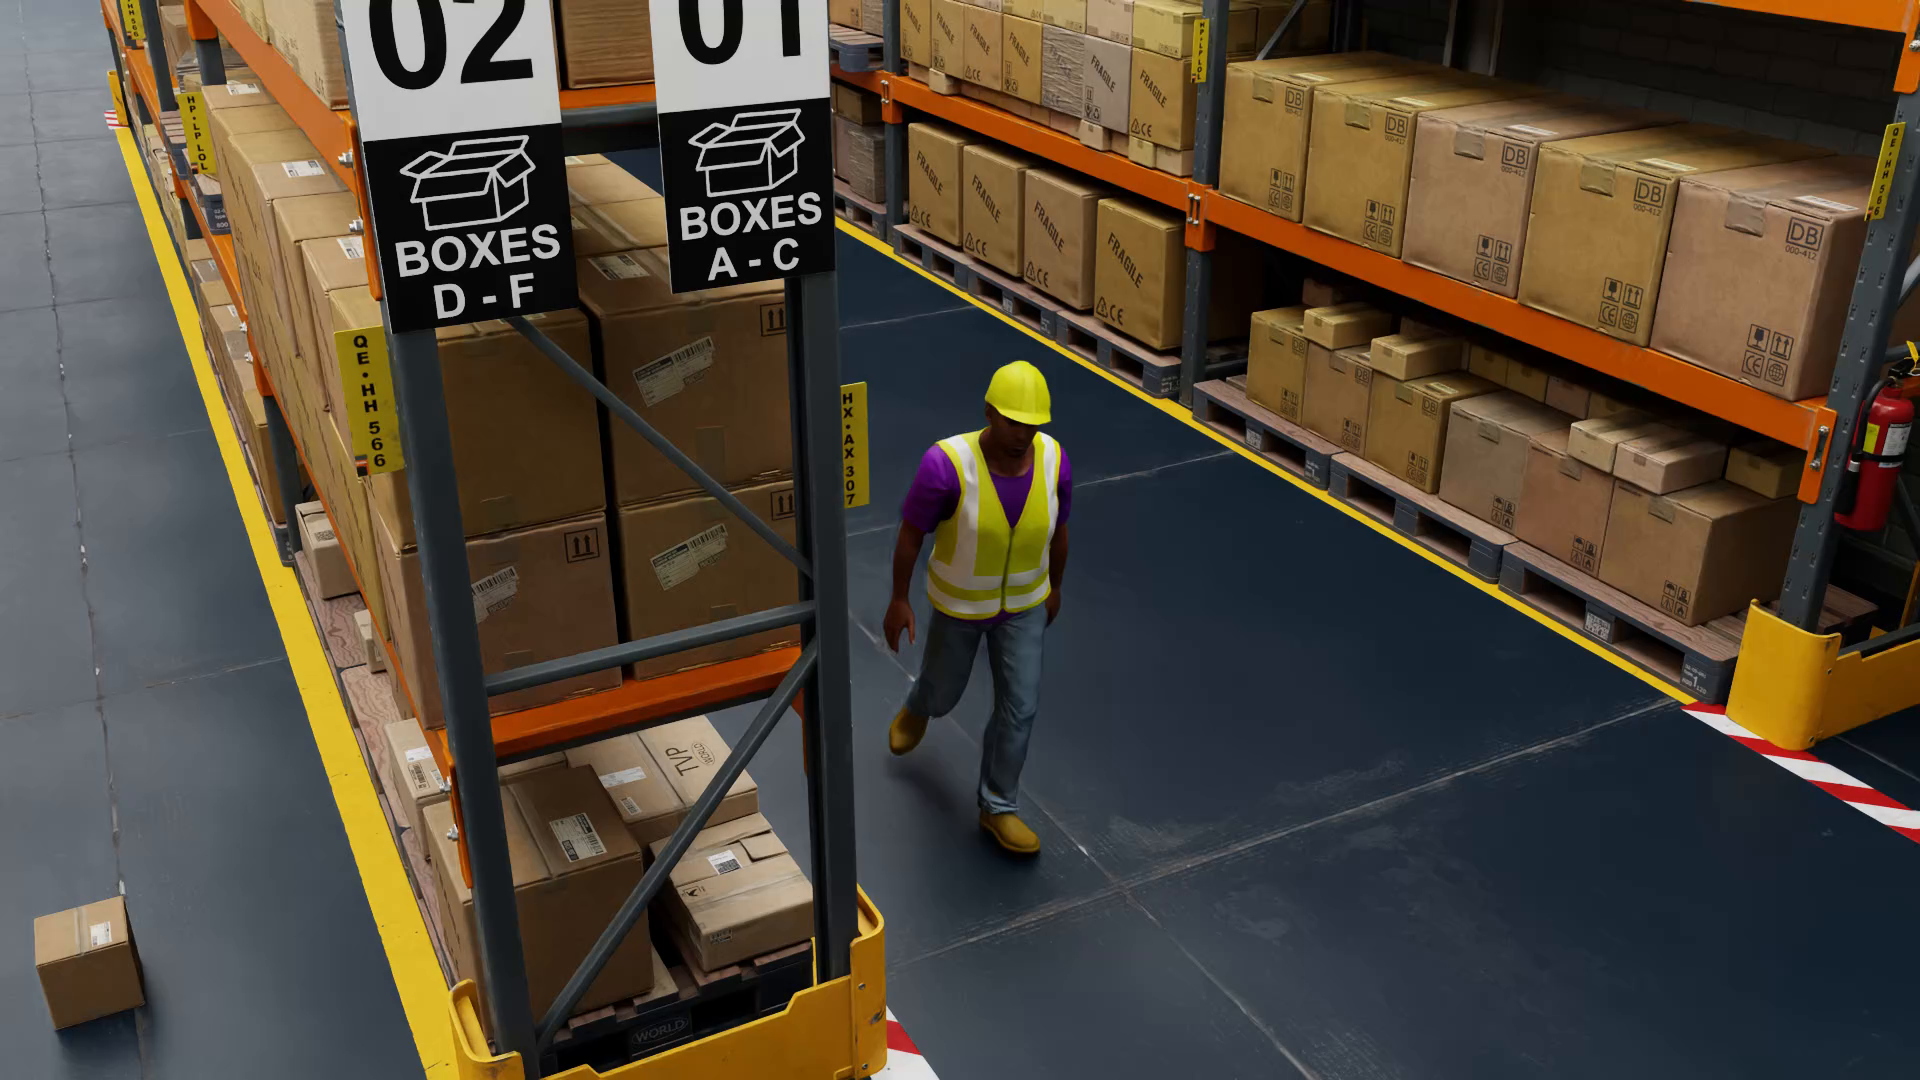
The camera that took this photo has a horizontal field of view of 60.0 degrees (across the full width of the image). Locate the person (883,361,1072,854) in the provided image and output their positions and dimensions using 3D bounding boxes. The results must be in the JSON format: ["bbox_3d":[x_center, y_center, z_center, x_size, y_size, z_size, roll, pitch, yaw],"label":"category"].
[{"bbox_3d":[0.038,0.166,5.742,0.665,1.739,0.865,-8,27,-17],"label":"person"}]
